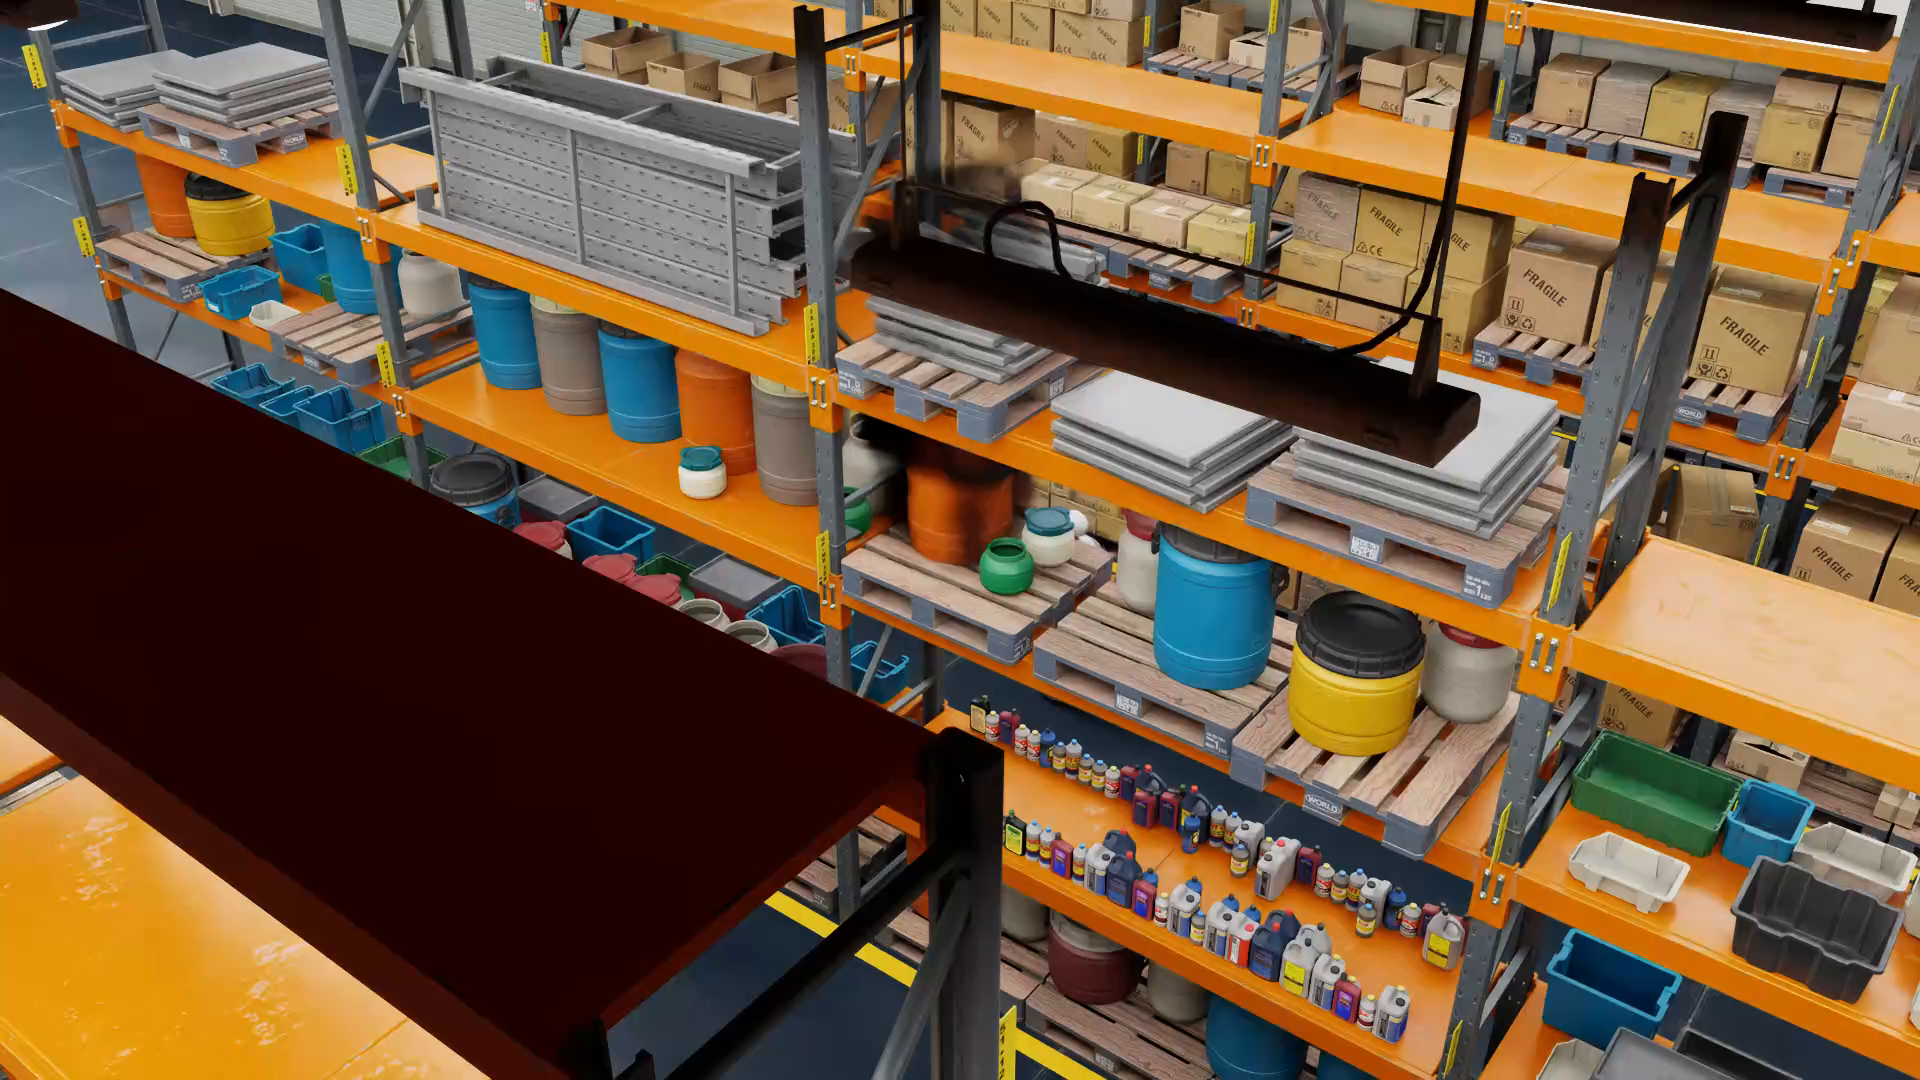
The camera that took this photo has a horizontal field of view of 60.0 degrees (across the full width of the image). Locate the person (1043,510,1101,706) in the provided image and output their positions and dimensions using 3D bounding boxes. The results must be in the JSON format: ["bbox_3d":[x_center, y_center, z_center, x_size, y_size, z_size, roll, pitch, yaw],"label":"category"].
[{"bbox_3d":[0.774,0.500,12.785,0.586,1.741,0.654,16,35,25],"label":"person"}]

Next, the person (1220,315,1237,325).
[{"bbox_3d":[2.742,-1.790,16.763,0.805,1.629,0.605,-3,32,-5],"label":"person"}]
